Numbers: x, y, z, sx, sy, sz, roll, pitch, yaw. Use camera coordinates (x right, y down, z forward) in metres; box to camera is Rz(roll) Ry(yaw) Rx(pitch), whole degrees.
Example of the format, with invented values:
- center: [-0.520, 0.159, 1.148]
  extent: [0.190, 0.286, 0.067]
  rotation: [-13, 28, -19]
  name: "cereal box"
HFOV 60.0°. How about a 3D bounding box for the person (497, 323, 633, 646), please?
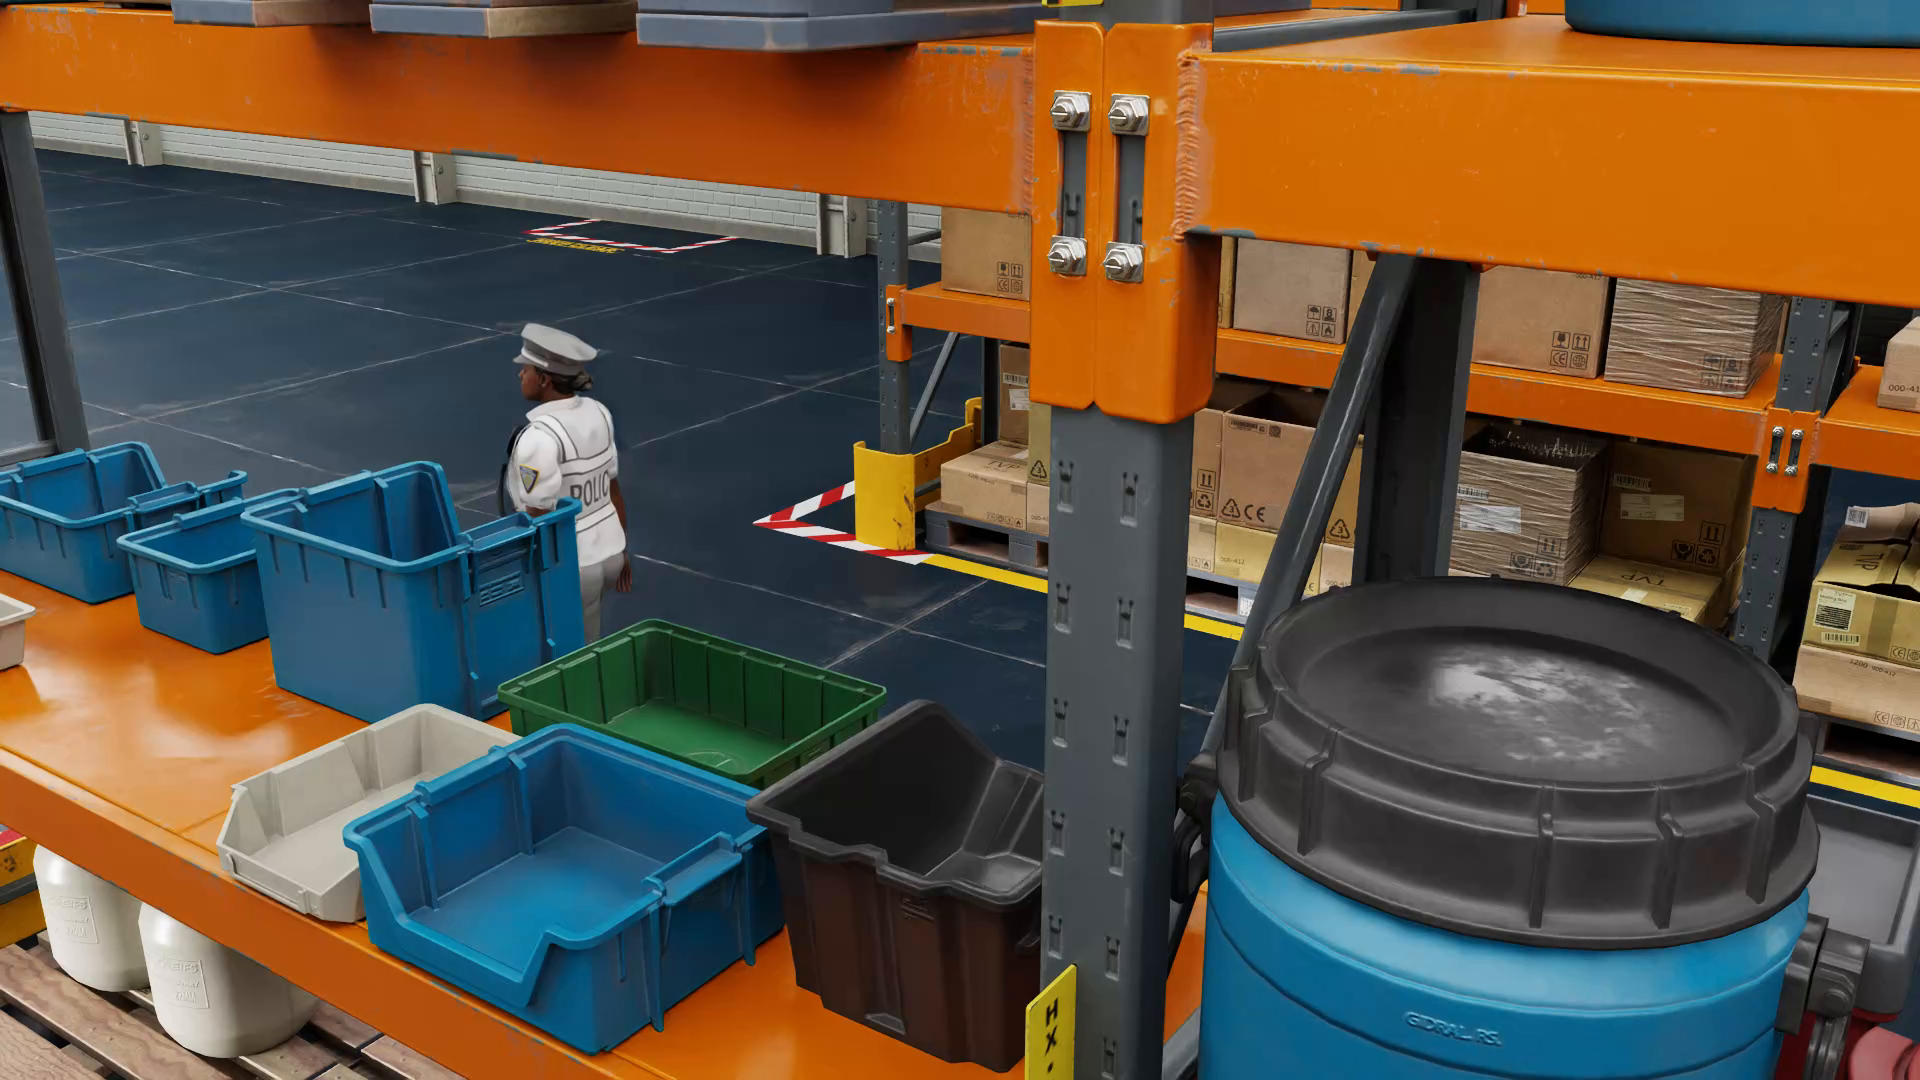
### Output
- center: [-1.354, 0.110, 5.732]
  extent: [0.466, 1.731, 0.483]
  rotation: [6, 21, 16]
  name: "person"
